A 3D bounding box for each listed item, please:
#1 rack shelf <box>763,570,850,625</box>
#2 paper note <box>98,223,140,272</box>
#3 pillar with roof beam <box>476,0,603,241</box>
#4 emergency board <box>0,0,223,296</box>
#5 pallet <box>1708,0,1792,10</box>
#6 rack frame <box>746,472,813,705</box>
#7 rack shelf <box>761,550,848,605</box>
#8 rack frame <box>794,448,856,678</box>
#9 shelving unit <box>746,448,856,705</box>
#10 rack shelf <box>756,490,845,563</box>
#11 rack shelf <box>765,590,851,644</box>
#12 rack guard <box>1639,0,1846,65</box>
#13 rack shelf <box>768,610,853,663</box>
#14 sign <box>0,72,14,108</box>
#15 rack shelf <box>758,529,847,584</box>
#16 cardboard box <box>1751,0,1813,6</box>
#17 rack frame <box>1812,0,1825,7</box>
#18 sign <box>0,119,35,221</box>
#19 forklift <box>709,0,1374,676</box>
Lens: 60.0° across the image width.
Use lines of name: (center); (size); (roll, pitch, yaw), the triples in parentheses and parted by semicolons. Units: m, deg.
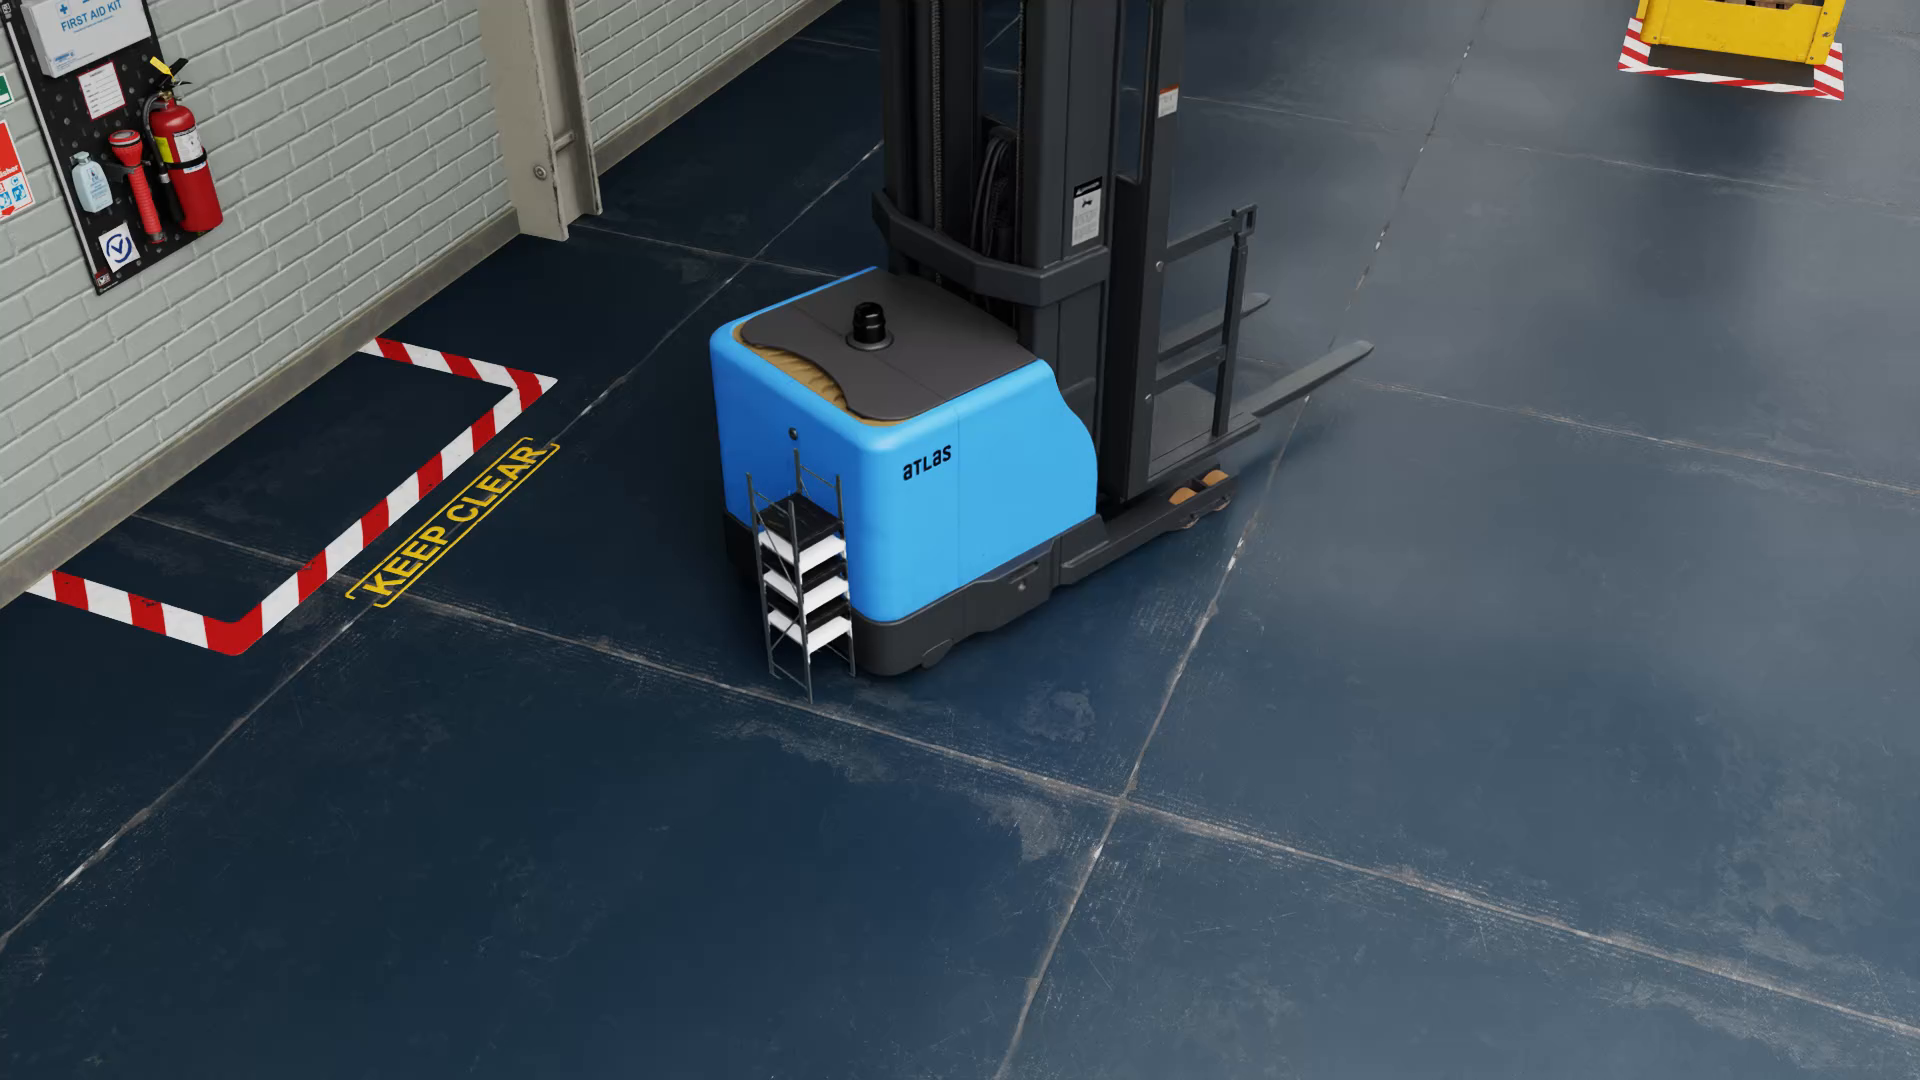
rack shelf: (-0.546, 0.165, 5.830); (0.200, 0.077, 0.258); (-31, 47, -33)
paper note: (-3.292, -1.147, 6.514); (0.016, 0.148, 0.142); (14, 39, 18)
pillar with roof beam: (1.796, -4.364, 5.072); (9.100, 9.000, 0.400); (14, 39, 18)
emergency board: (-3.161, -1.582, 6.361); (0.194, 1.169, 0.643); (14, 39, 18)
pallet: (5.466, -3.868, 11.749); (1.003, 0.211, 1.213); (14, 39, 18)
rack frame: (-0.620, 0.182, 5.754); (0.006, 0.900, 0.240); (-31, 47, -33)
rack shelf: (-0.548, 0.093, 5.774); (0.200, 0.077, 0.258); (-31, 47, -33)
rack frame: (-0.473, 0.094, 5.864); (0.006, 0.900, 0.240); (-31, 47, -33)
shelving unit: (-0.547, 0.138, 5.809); (0.210, 0.900, 0.258); (-31, 47, -33)
rack shelf: (-0.551, -0.049, 5.664); (0.200, 0.077, 0.258); (-31, 47, -33)
rack shelf: (-0.545, 0.236, 5.885); (0.200, 0.077, 0.258); (-31, 47, -33)
rack guard: (5.205, -3.538, 11.066); (1.175, 0.500, 0.348); (14, 39, 18)
rack shelf: (-0.543, 0.307, 5.940); (0.200, 0.077, 0.258); (-31, 47, -33)
sign: (-3.457, -1.526, 5.814); (0.001, 0.109, 0.331); (14, 39, 18)
rack shelf: (-0.549, 0.022, 5.719); (0.200, 0.077, 0.258); (-31, 47, -33)
cardboard box: (5.623, -3.865, 11.362); (0.500, 0.250, 0.500); (14, 39, 18)
rack frame: (5.214, -4.552, 10.335); (1.000, 3.000, 0.127); (14, 39, 18)
sign: (-3.467, -1.313, 5.972); (0.001, 0.329, 0.234); (14, 39, 18)
forklift: (0.524, -1.433, 6.219); (3.031, 2.935, 1.130); (-28, 45, -32)
